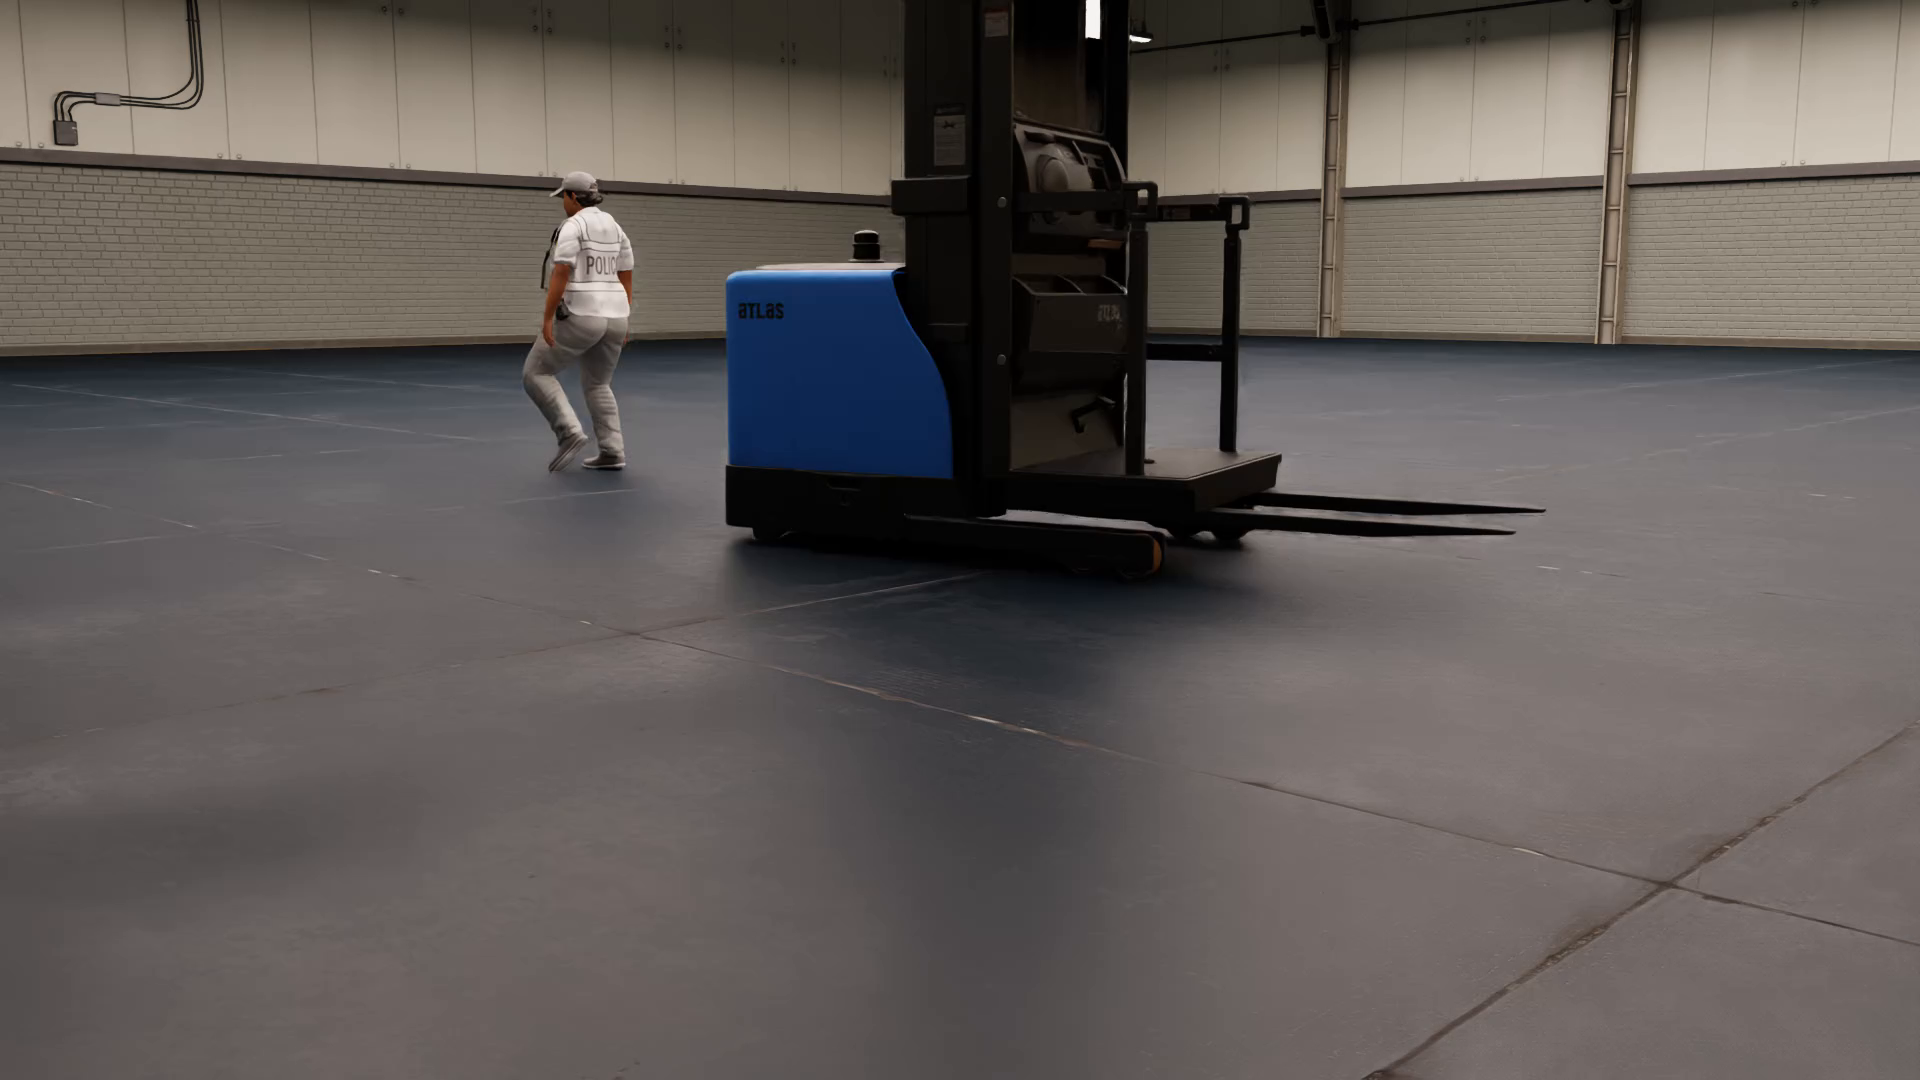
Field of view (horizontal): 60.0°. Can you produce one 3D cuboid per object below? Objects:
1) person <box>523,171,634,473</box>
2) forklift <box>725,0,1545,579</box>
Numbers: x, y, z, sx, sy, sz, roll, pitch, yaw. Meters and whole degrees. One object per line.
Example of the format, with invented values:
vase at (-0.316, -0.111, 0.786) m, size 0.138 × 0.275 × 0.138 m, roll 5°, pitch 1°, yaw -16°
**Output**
person at (-2.109, -1.205, 9.228) m, size 0.489 × 1.652 × 0.596 m, roll 5°, pitch 10°, yaw 28°
forklift at (0.607, -1.403, 6.188) m, size 3.031 × 2.935 × 1.130 m, roll 5°, pitch 10°, yaw 28°
